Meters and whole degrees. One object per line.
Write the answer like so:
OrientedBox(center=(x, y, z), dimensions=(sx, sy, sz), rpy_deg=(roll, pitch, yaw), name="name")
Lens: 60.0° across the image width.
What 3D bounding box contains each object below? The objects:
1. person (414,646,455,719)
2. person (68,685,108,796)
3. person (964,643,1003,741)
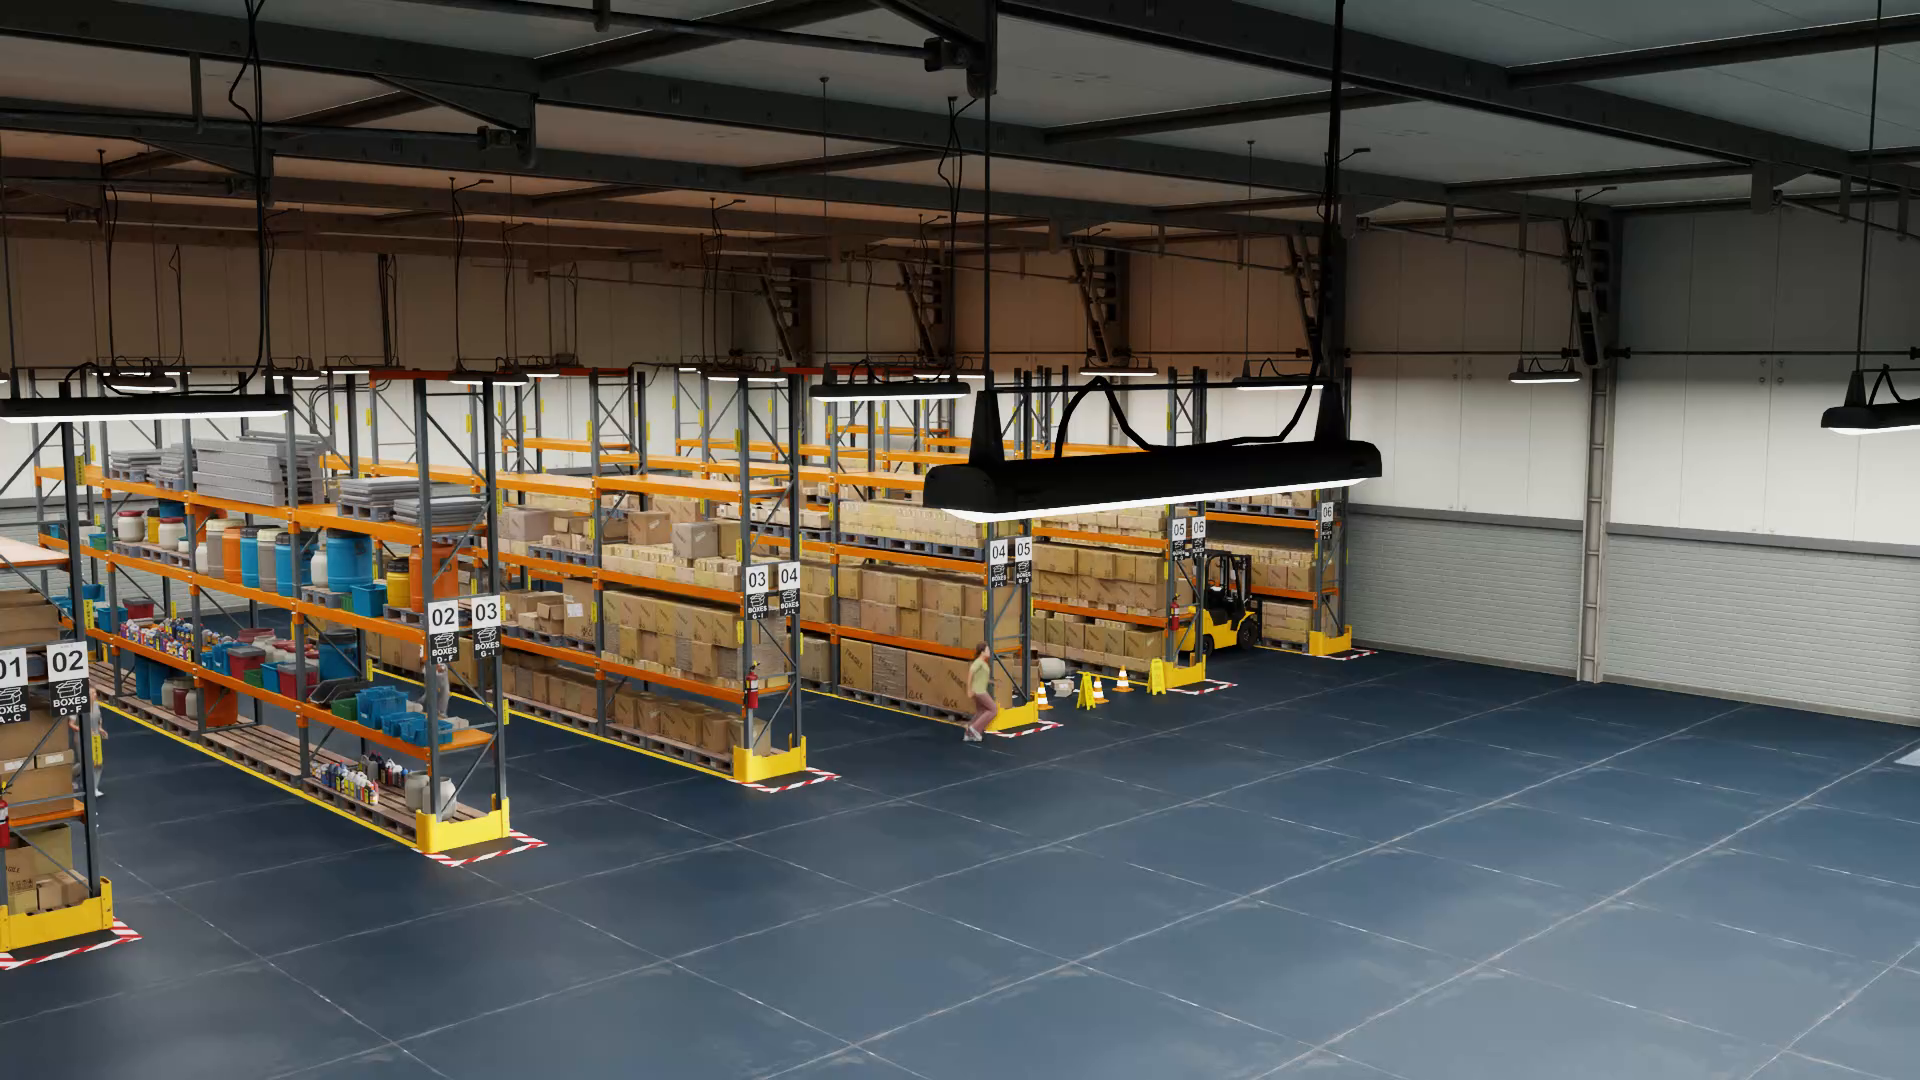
OrientedBox(center=(-9.044, 2.272, 28.469), dimensions=(0.849, 1.721, 0.694), rpy_deg=(4, 7, 30), name="person")
OrientedBox(center=(-12.550, 2.858, 23.809), dimensions=(0.735, 1.618, 0.560), rpy_deg=(3, 7, 24), name="person")
OrientedBox(center=(0.373, 2.475, 27.034), dimensions=(0.620, 1.614, 0.562), rpy_deg=(1, 6, 5), name="person")
